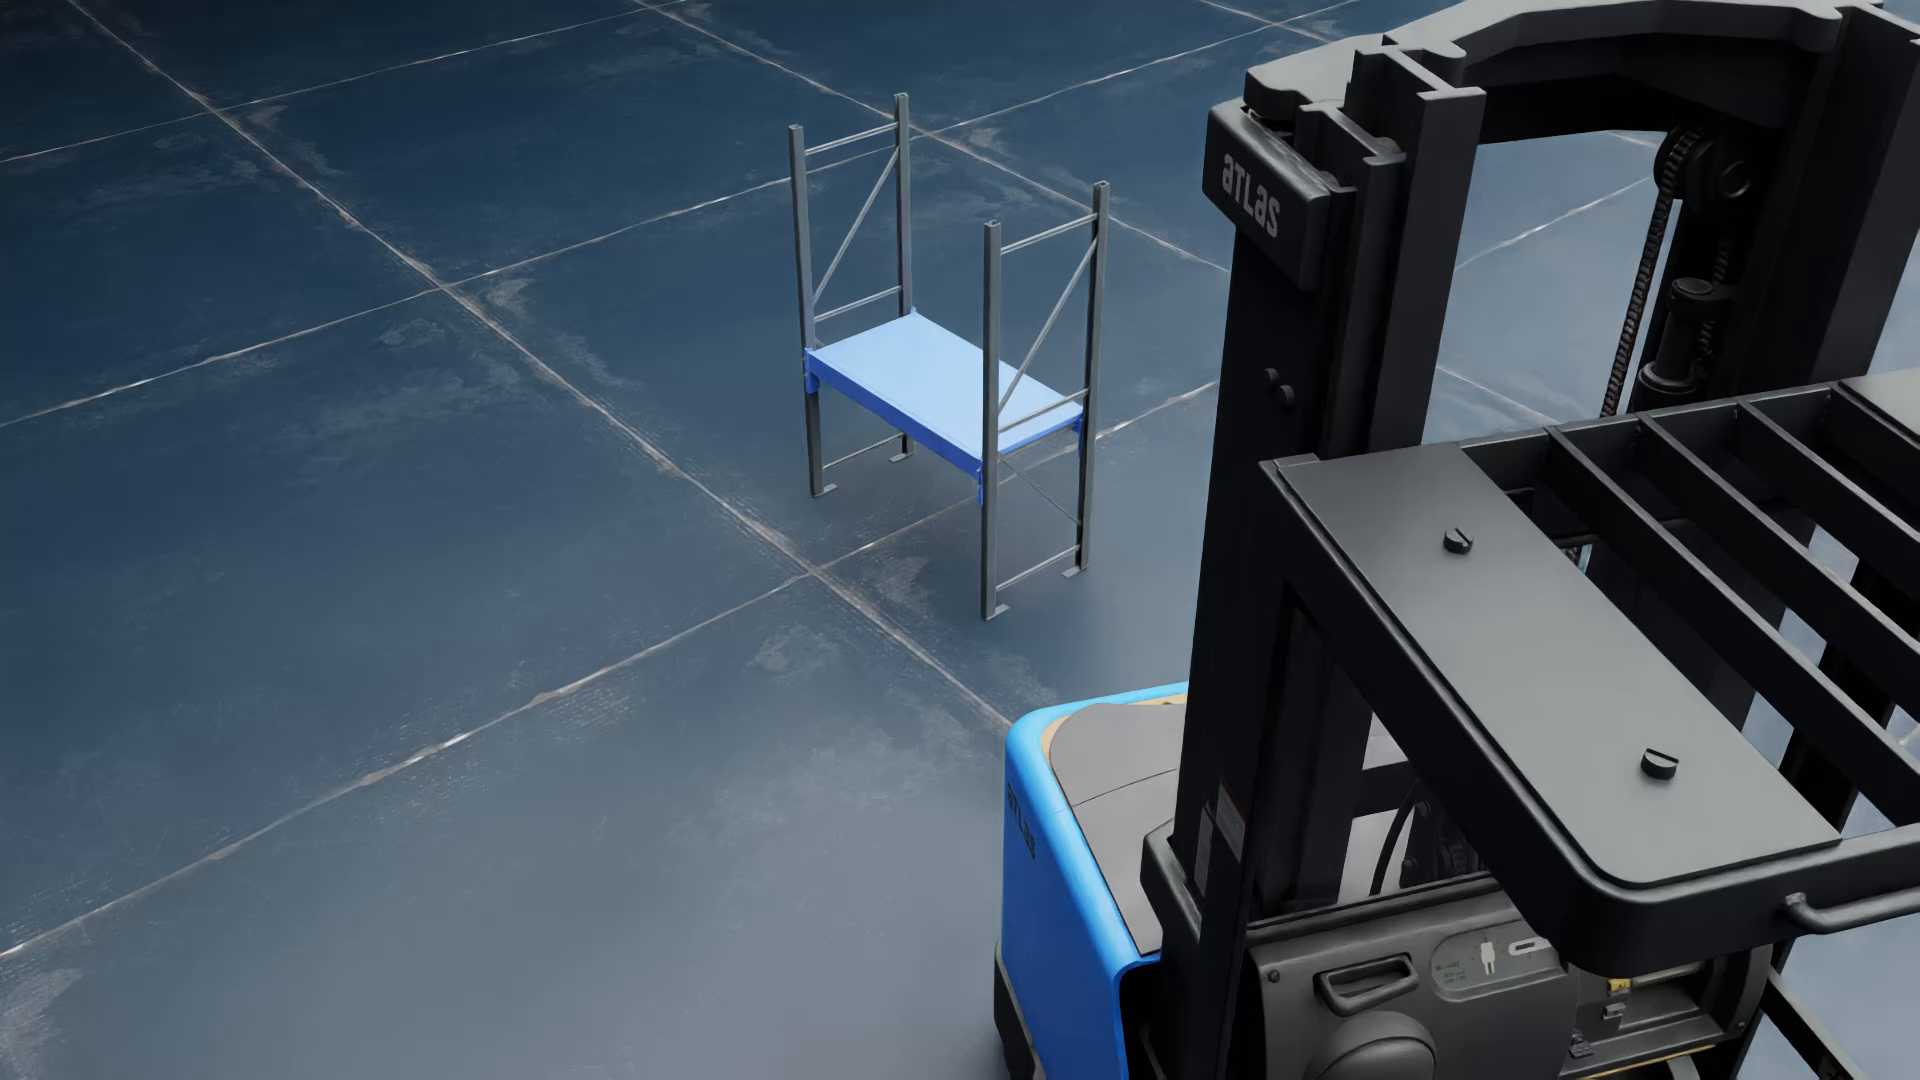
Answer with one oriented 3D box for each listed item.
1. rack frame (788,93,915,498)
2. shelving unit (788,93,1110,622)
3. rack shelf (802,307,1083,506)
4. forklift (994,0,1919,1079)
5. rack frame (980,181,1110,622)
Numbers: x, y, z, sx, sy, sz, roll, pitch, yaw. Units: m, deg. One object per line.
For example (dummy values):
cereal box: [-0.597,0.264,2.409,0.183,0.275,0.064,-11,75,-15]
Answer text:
rack frame: [-0.383,-0.874,6.187,0.500,1.500,0.032,-26,43,-32]
shelving unit: [-0.055,-0.650,5.870,0.538,1.500,1.048,-26,43,-32]
rack shelf: [-0.055,-0.503,5.974,0.538,0.185,1.000,-26,43,-32]
forklift: [0.977,0.825,2.549,1.130,2.935,3.031,-9,36,-13]
rack frame: [0.273,-0.425,5.553,0.500,1.500,0.032,-26,43,-32]
